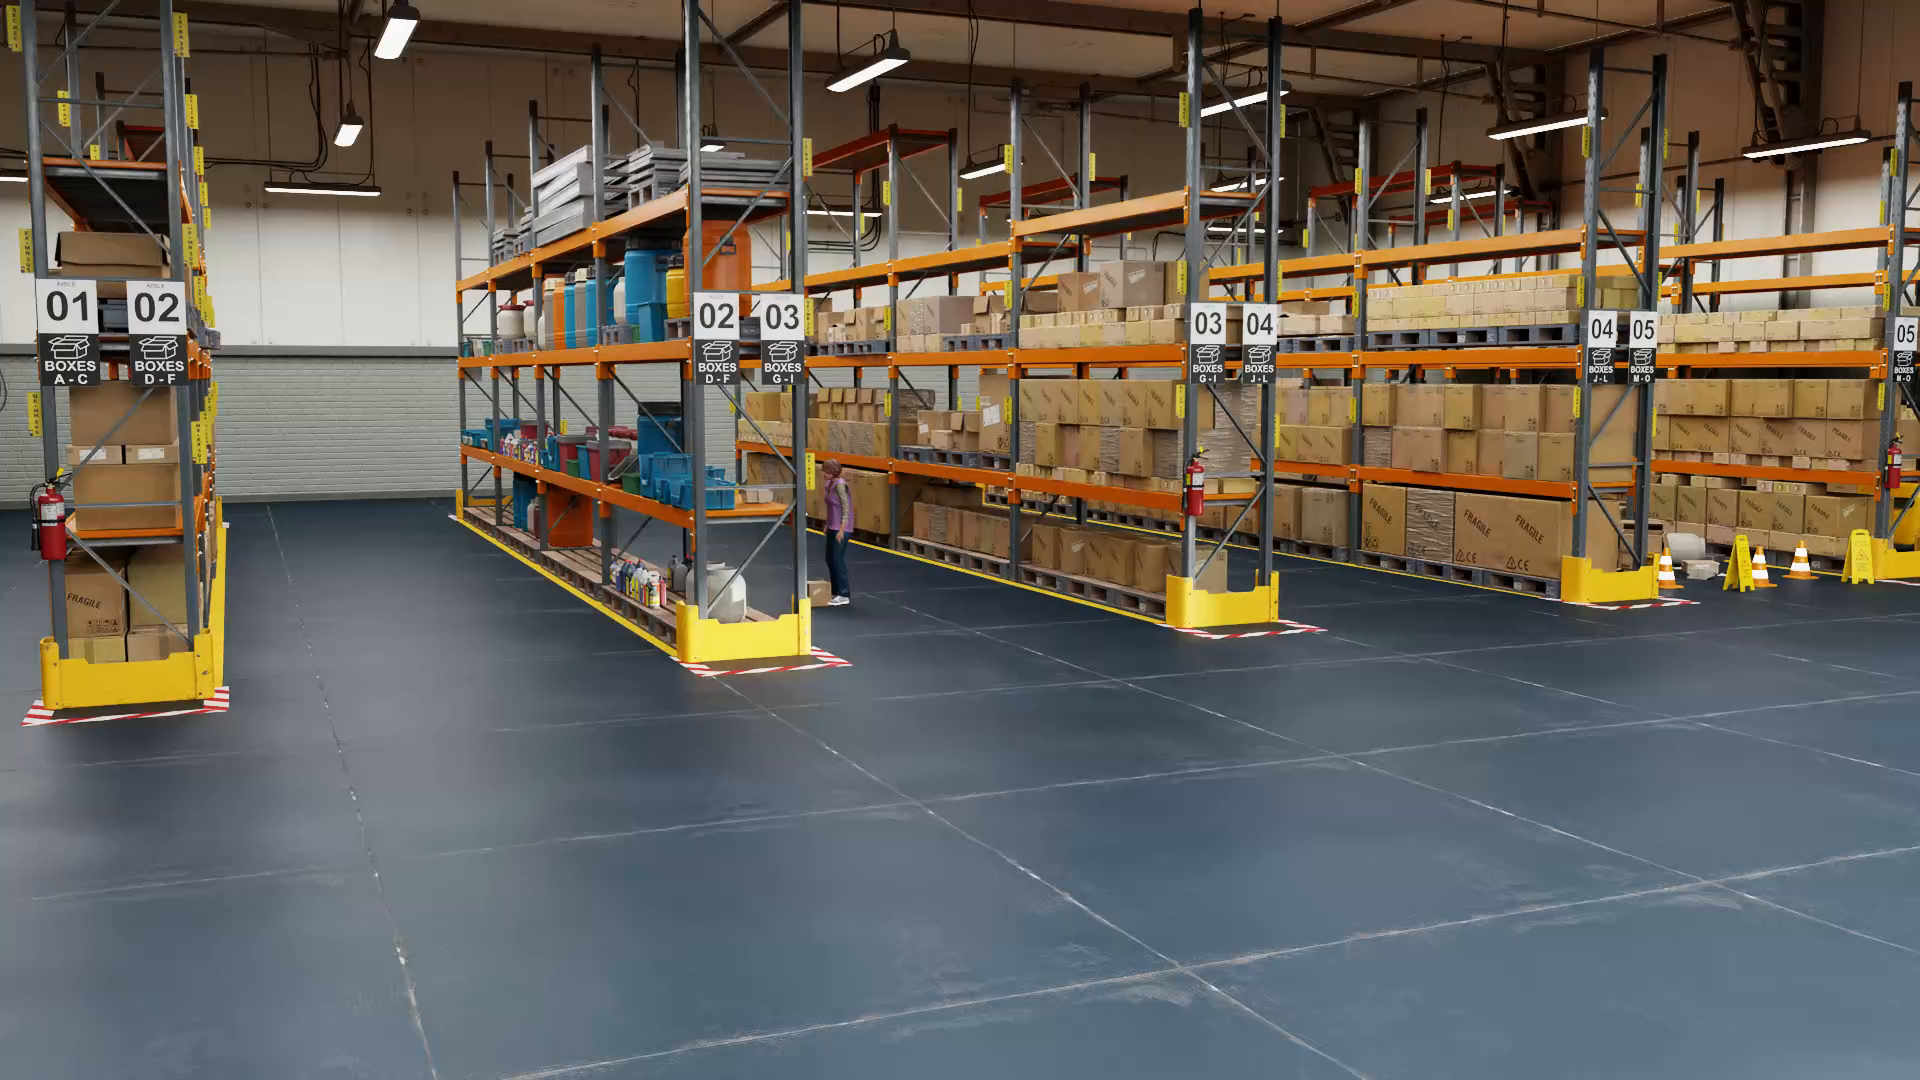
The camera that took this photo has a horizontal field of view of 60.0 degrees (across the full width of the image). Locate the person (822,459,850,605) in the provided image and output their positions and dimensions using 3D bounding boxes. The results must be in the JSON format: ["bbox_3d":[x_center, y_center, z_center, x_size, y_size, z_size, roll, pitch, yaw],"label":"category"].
[{"bbox_3d":[-1.354,-0.094,18.165,0.325,1.594,0.481,-3,6,-26],"label":"person"}]
